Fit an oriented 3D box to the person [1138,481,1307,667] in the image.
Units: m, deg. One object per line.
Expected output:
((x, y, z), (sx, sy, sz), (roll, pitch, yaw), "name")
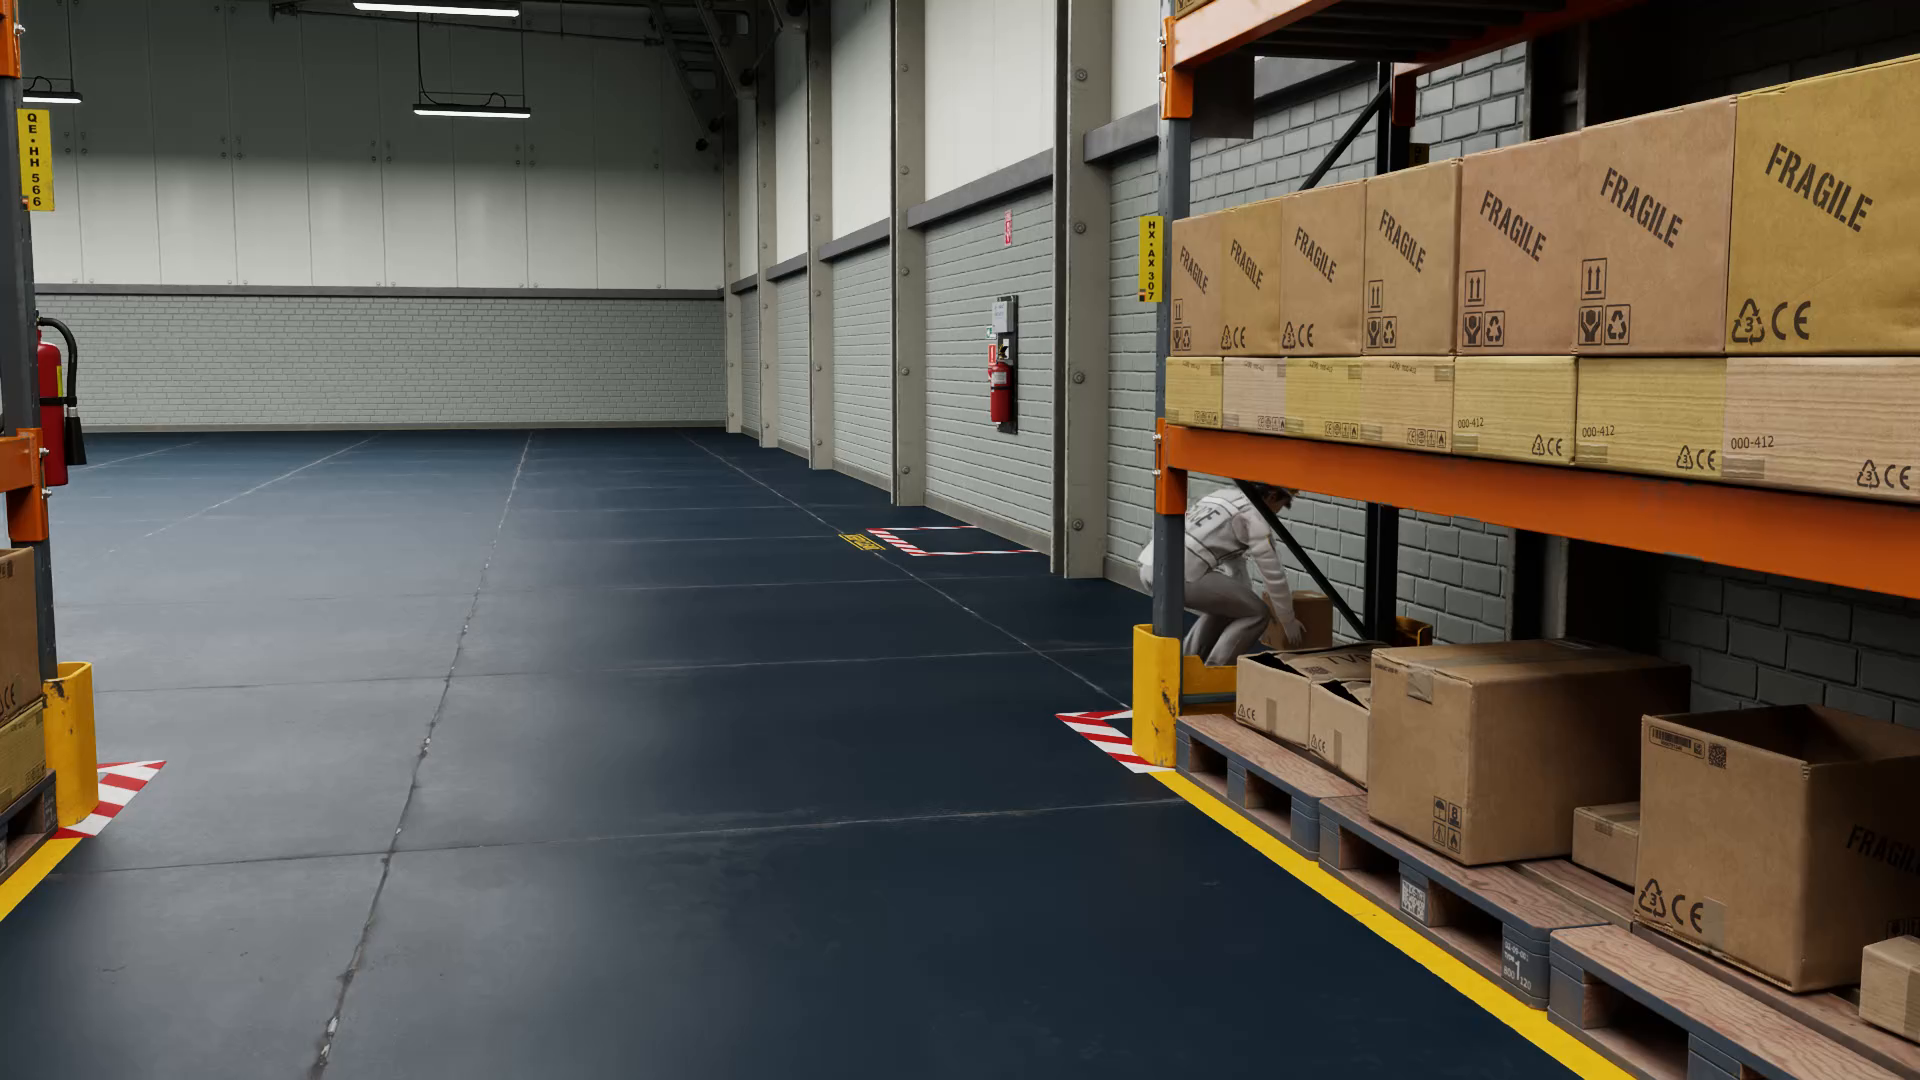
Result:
((1.225, 0.172, 7.756), (0.812, 1.094, 0.508), (-2, 6, -14), "person")
